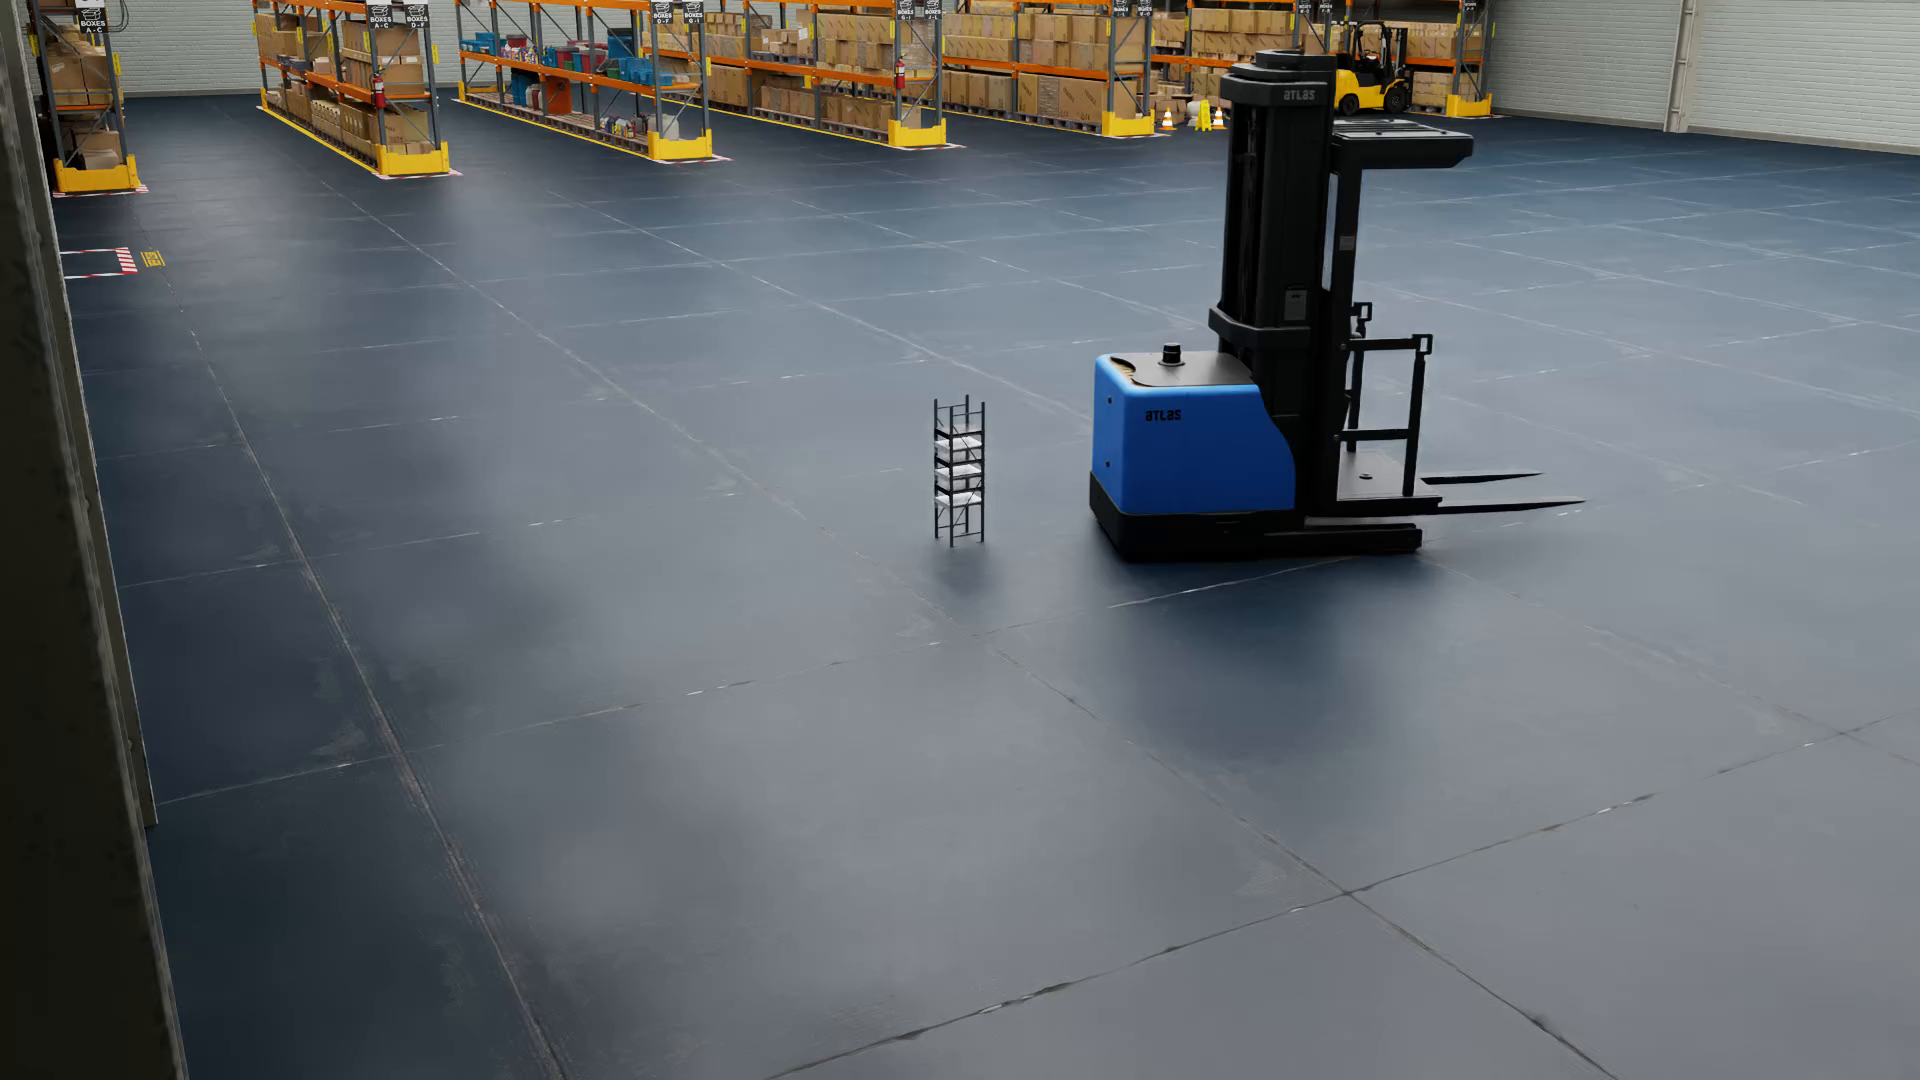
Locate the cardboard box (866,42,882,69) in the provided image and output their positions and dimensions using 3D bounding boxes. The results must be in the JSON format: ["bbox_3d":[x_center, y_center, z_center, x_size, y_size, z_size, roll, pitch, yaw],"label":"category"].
[{"bbox_3d":[-1.406,-9.857,33.803,0.875,0.500,0.500,-10,21,-27],"label":"cardboard box"}]

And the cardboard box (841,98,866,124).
[{"bbox_3d":[-2.292,-9.263,35.879,0.500,0.500,0.500,-3,19,-9],"label":"cardboard box"}]

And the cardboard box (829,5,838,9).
[{"bbox_3d":[-3.313,-14.763,46.487,0.500,0.500,0.500,-11,22,-28],"label":"cardboard box"}]

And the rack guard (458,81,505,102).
[{"bbox_3d":[-12.805,-12.031,44.546,1.175,0.500,0.348,-10,21,-27],"label":"rack guard"}]

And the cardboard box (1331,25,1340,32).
[{"bbox_3d":[9.867,-13.324,43.313,0.380,0.149,0.250,-10,22,-27],"label":"cardboard box"}]

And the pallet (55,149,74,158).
[{"bbox_3d":[-16.174,-7.134,30.795,1.003,0.211,1.213,-10,21,-27],"label":"pallet"}]

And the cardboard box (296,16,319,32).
[{"bbox_3d":[-15.220,-11.992,38.915,0.500,0.500,0.500,-9,21,-25],"label":"cardboard box"}]

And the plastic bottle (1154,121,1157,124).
[{"bbox_3d":[4.354,-9.547,38.020,0.283,0.061,0.133,16,25,39],"label":"plastic bottle"}]

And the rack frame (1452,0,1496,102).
[{"bbox_3d":[12.262,-11.687,39.716,1.000,3.000,0.127,-10,21,-27],"label":"rack frame"}]

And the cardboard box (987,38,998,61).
[{"bbox_3d":[0.965,-11.570,39.225,0.500,0.500,0.500,-10,22,-27],"label":"cardboard box"}]

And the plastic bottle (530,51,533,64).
[{"bbox_3d":[-9.792,-11.059,38.093,0.097,0.271,0.097,0,19,0],"label":"plastic bottle"}]

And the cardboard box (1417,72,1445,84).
[{"bbox_3d":[11.521,-11.288,40.598,0.500,0.250,0.500,-10,21,-26],"label":"cardboard box"}]

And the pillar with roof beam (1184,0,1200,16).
[{"bbox_3d":[3.238,-17.640,47.772,9.100,9.000,0.400,-10,21,-27],"label":"pillar with roof beam"}]

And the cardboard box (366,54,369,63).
[{"bbox_3d":[-10.260,-8.504,29.343,0.380,0.149,0.250,-10,21,-26],"label":"cardboard box"}]

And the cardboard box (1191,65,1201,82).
[{"bbox_3d":[7.090,-13.680,48.679,0.500,0.500,0.500,-11,22,-28],"label":"cardboard box"}]

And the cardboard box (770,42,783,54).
[{"bbox_3d":[-4.031,-11.290,38.150,0.500,0.250,0.500,-11,22,-28],"label":"cardboard box"}]

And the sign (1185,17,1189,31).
[{"bbox_3d":[5.509,-12.526,40.371,0.100,0.325,0.005,-10,21,-27],"label":"sign"}]

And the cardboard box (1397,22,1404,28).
[{"bbox_3d":[11.068,-12.766,41.239,0.380,0.149,0.250,-10,21,-26],"label":"cardboard box"}]

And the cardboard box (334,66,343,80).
[{"bbox_3d":[-12.024,-9.158,32.591,0.396,0.266,0.258,-11,22,-28],"label":"cardboard box"}]

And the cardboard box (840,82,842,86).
[{"bbox_3d":[-3.153,-12.859,46.840,0.380,0.149,0.250,-10,21,-26],"label":"cardboard box"}]

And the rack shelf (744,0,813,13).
[{"bbox_3d":[-3.675,-12.182,37.656,1.077,0.370,4.000,-10,21,-27],"label":"rack shelf"}]

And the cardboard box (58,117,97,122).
[{"bbox_3d":[-16.457,-7.604,31.042,0.700,0.500,0.500,-10,22,-28],"label":"cardboard box"}]

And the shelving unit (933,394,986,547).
[{"bbox_3d":[-0.004,-0.428,10.305,0.258,0.900,0.210,-10,21,-27],"label":"shelving unit"}]

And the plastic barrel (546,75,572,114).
[{"bbox_3d":[-9.231,-10.222,38.153,0.600,0.830,0.708,-10,21,-27],"label":"plastic barrel"}]

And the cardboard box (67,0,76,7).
[{"bbox_3d":[-13.842,-8.690,26.247,0.500,0.500,0.500,-9,21,-25],"label":"cardboard box"}]

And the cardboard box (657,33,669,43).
[{"bbox_3d":[-7.945,-13.572,44.953,0.500,0.250,0.500,-11,22,-28],"label":"cardboard box"}]

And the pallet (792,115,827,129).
[{"bbox_3d":[-3.096,-9.436,37.466,1.003,0.211,1.213,-10,21,-27],"label":"pallet"}]

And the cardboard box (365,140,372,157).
[{"bbox_3d":[-10.309,-6.997,29.697,0.500,0.250,0.500,-10,21,-27],"label":"cardboard box"}]

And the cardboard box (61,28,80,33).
[{"bbox_3d":[-17.947,-10.253,33.771,0.500,0.250,0.500,-10,22,-27],"label":"cardboard box"}]

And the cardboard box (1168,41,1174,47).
[{"bbox_3d":[5.399,-12.329,41.316,0.380,0.149,0.250,-11,22,-28],"label":"cardboard box"}]

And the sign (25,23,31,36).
[{"bbox_3d":[-21.993,-12.036,39.278,0.100,0.325,0.005,-10,21,-27],"label":"sign"}]

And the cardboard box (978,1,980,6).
[{"bbox_3d":[0.744,-15.895,49.231,0.380,0.149,0.250,-10,21,-26],"label":"cardboard box"}]

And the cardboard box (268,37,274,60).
[{"bbox_3d":[-16.199,-11.740,39.715,0.500,0.500,0.500,-9,21,-25],"label":"cardboard box"}]

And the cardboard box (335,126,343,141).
[{"bbox_3d":[-11.897,-7.970,32.515,0.500,0.250,0.500,-10,22,-27],"label":"cardboard box"}]

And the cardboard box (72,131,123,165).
[{"bbox_3d":[-14.728,-6.701,28.425,0.700,0.500,0.500,-12,22,-30],"label":"cardboard box"}]

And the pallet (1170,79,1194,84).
[{"bbox_3d":[6.983,-13.586,49.494,1.003,0.211,1.213,-10,21,-27],"label":"pallet"}]

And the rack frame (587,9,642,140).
[{"bbox_3d":[-7.084,-9.763,34.141,1.000,3.000,0.127,-10,21,-27],"label":"rack frame"}]

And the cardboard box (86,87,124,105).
[{"bbox_3d":[-13.856,-7.208,26.936,0.500,0.250,0.500,-11,22,-28],"label":"cardboard box"}]

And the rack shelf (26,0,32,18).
[{"bbox_3d":[-16.753,-9.881,30.985,1.077,0.370,4.000,-10,21,-27],"label":"rack shelf"}]

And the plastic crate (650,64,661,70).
[{"bbox_3d":[-6.320,-9.417,33.366,0.499,0.251,0.616,-10,21,-27],"label":"plastic crate"}]

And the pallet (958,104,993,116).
[{"bbox_3d":[0.672,-10.512,40.586,1.003,0.211,1.213,-10,21,-27],"label":"pallet"}]

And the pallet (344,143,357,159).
[{"bbox_3d":[-11.105,-7.444,31.695,1.003,0.211,1.213,-10,21,-27],"label":"pallet"}]

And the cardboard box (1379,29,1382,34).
[{"bbox_3d":[10.730,-12.755,41.662,0.380,0.149,0.250,-10,22,-27],"label":"cardboard box"}]

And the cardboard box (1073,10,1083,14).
[{"bbox_3d":[3.370,-13.988,44.697,0.500,0.500,0.500,-10,21,-26],"label":"cardboard box"}]

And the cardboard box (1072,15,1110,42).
[{"bbox_3d":[2.956,-11.141,36.247,0.875,0.550,0.550,-10,21,-27],"label":"cardboard box"}]

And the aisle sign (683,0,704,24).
[{"bbox_3d":[-4.893,-9.869,30.461,0.394,0.787,0.004,-10,21,-27],"label":"aisle sign"}]

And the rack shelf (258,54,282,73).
[{"bbox_3d":[-16.194,-11.528,40.357,1.077,0.370,4.000,-10,21,-27],"label":"rack shelf"}]

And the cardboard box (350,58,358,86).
[{"bbox_3d":[-10.973,-8.768,31.102,0.700,0.500,0.500,-10,22,-27],"label":"cardboard box"}]

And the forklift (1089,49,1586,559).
[{"bbox_3d":[2.401,-1.466,10.201,3.031,2.935,1.130,-2,19,-7],"label":"forklift"}]

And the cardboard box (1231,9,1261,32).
[{"bbox_3d":[6.780,-12.132,38.864,0.700,0.500,0.500,-10,21,-27],"label":"cardboard box"}]

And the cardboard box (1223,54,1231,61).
[{"bbox_3d":[6.463,-11.438,39.379,0.380,0.149,0.250,-10,21,-26],"label":"cardboard box"}]

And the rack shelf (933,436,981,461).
[{"bbox_3d":[-0.004,-0.566,10.257,0.258,0.077,0.200,-10,21,-27],"label":"rack shelf"}]

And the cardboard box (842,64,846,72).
[{"bbox_3d":[-2.273,-9.948,35.062,0.380,0.149,0.250,-10,21,-27],"label":"cardboard box"}]

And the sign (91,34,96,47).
[{"bbox_3d":[-17.229,-9.974,33.097,0.100,0.325,0.005,-10,21,-27],"label":"sign"}]

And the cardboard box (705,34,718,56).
[{"bbox_3d":[-6.049,-12.416,41.674,0.500,0.500,0.500,-11,22,-28],"label":"cardboard box"}]

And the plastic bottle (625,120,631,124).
[{"bbox_3d":[-6.656,-8.242,33.232,0.152,0.276,0.135,-10,21,-27],"label":"plastic bottle"}]

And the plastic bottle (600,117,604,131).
[{"bbox_3d":[-7.319,-8.522,34.052,0.097,0.271,0.097,0,19,0],"label":"plastic bottle"}]
